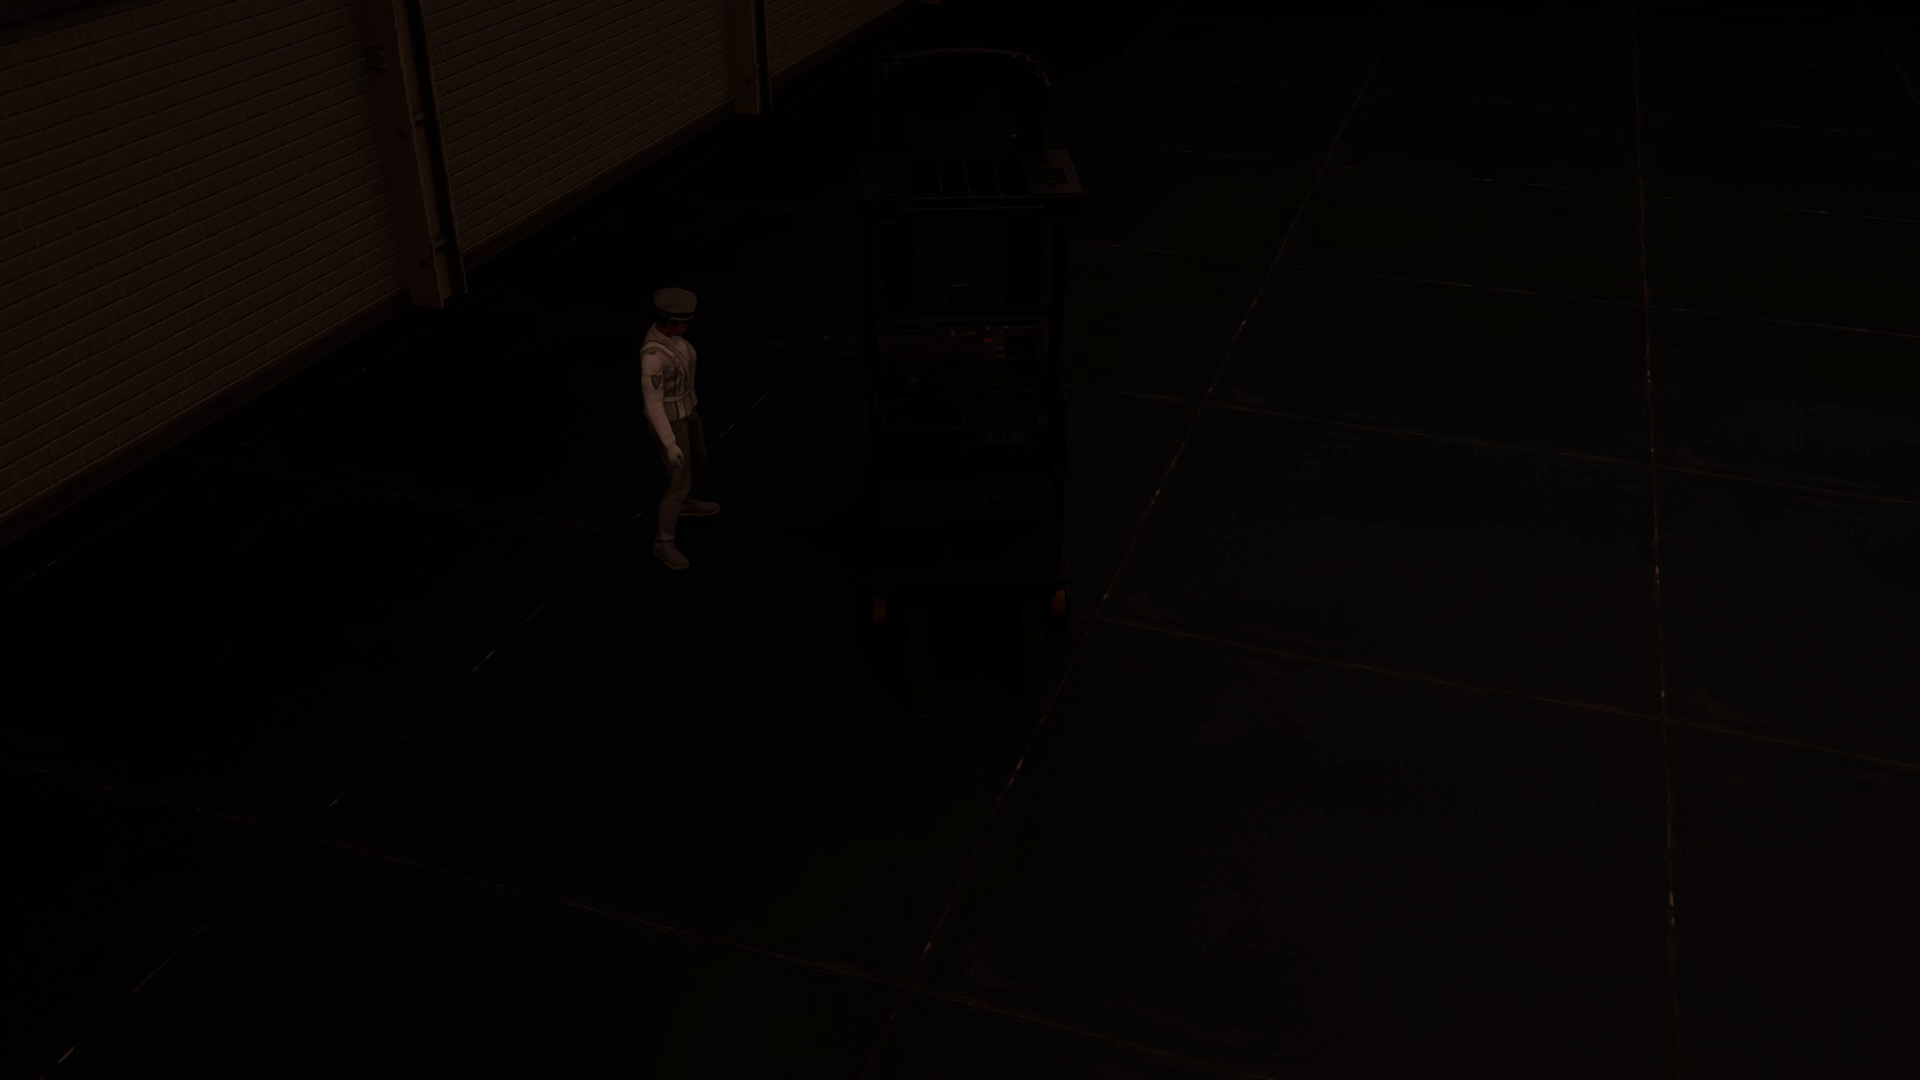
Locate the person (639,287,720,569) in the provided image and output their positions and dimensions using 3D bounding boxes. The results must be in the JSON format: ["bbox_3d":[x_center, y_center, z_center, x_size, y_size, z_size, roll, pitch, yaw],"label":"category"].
[{"bbox_3d":[-1.646,-0.707,9.708,0.392,1.634,0.824,4,30,7],"label":"person"}]

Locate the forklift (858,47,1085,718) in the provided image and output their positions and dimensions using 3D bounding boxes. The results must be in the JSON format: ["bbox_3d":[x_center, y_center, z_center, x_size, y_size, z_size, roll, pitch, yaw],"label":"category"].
[{"bbox_3d":[0.035,-0.972,8.842,1.130,2.935,3.031,-2,30,-3],"label":"forklift"}]
